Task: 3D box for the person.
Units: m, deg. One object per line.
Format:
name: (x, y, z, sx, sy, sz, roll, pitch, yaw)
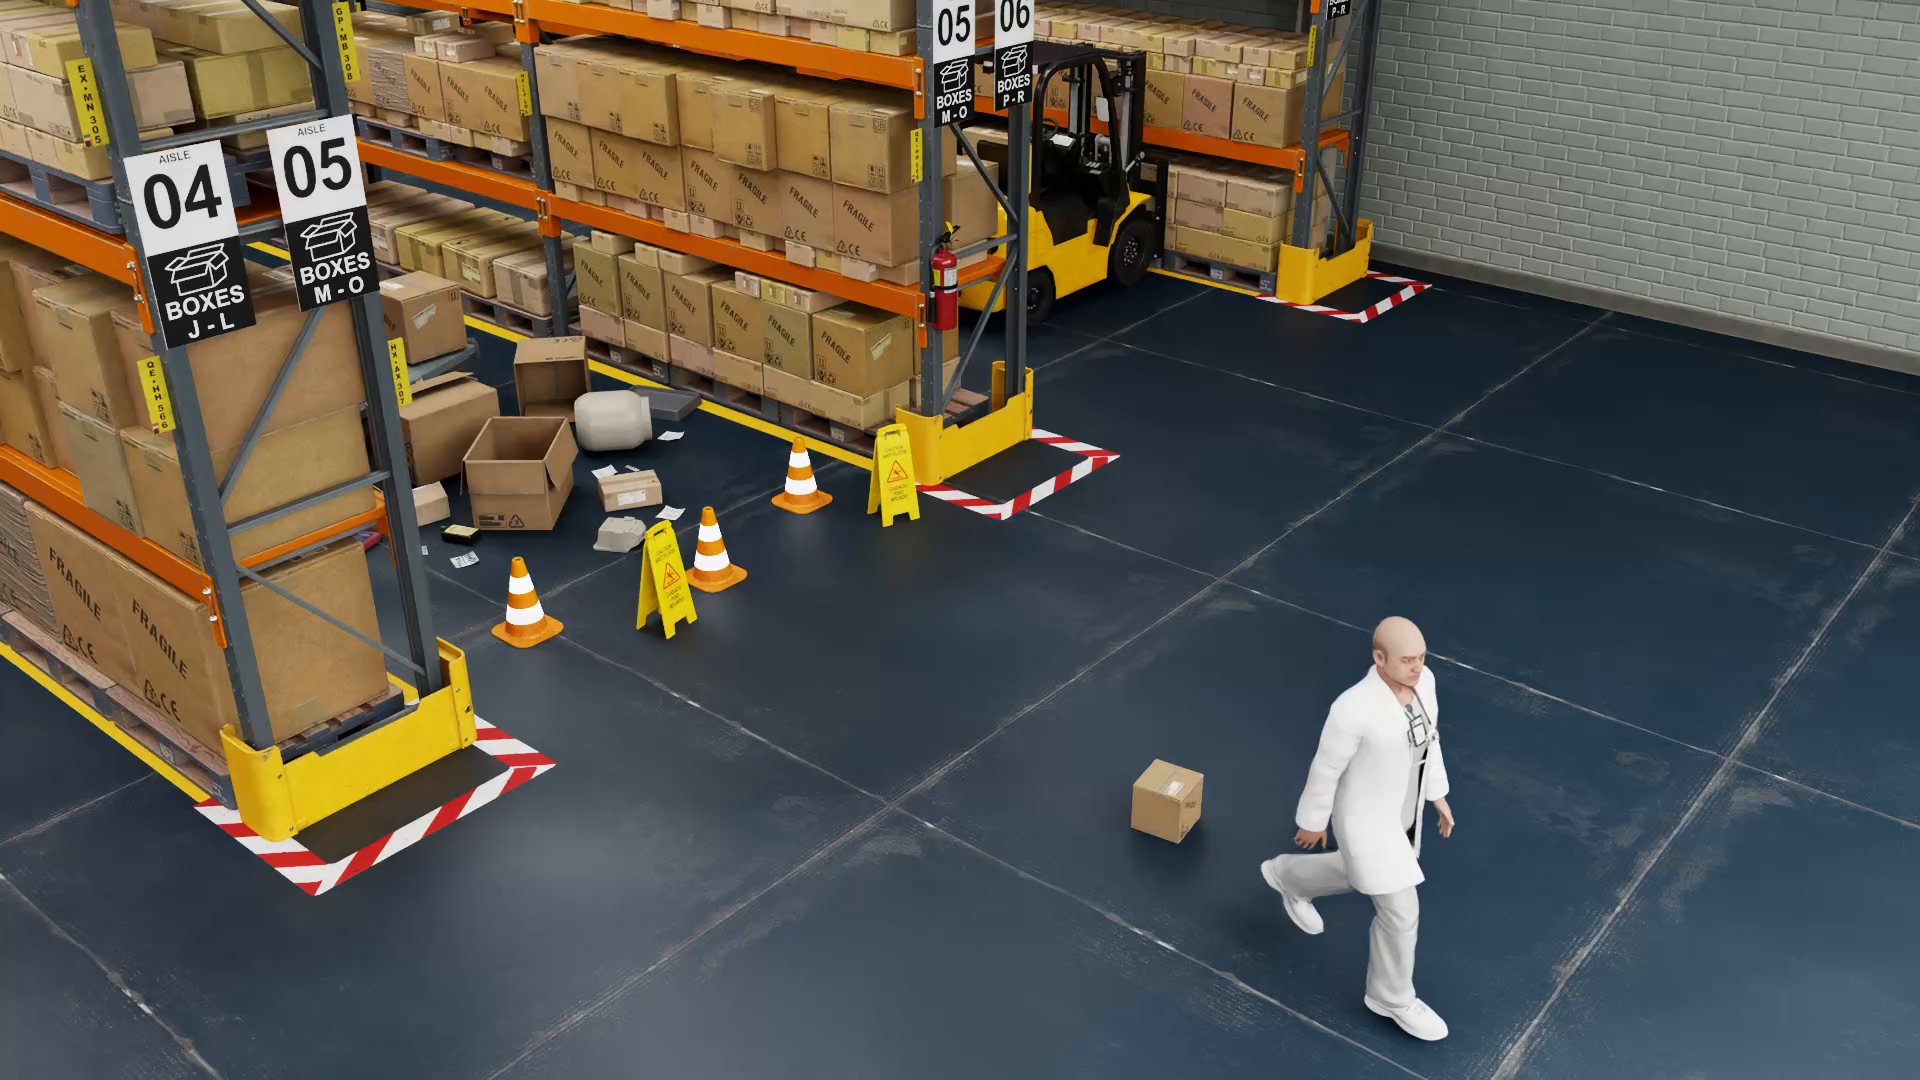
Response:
person: (1.611, 1.049, 6.559, 0.605, 1.740, 1.009, -24, 35, -38)
